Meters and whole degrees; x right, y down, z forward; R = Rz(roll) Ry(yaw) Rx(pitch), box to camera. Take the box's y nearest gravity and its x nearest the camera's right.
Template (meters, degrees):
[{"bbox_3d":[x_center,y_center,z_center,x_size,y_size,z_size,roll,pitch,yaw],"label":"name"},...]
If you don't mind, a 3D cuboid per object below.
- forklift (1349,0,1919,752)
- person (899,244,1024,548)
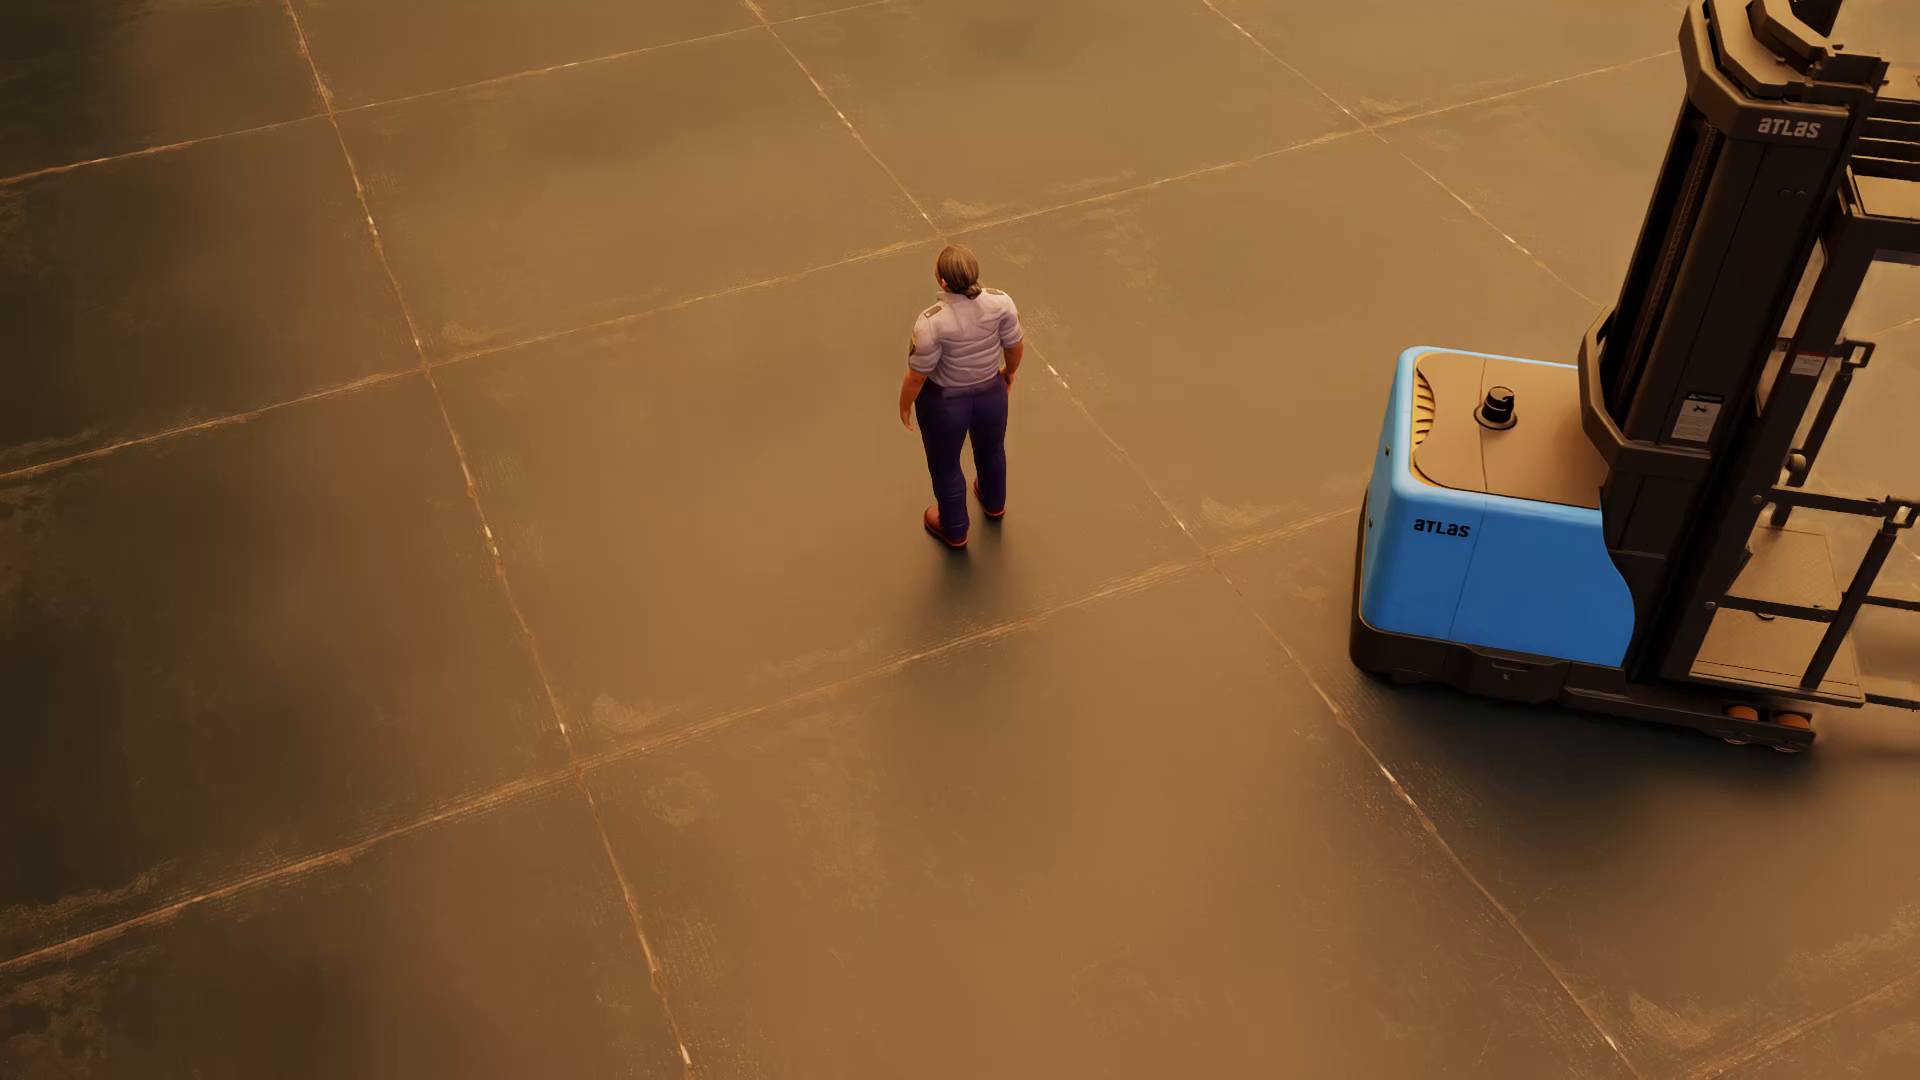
[{"bbox_3d":[3.258,-0.593,6.315,3.031,2.935,1.130,9,44,9],"label":"forklift"},{"bbox_3d":[-0.017,-0.669,7.327,0.599,1.650,0.503,-18,46,-18],"label":"person"}]
